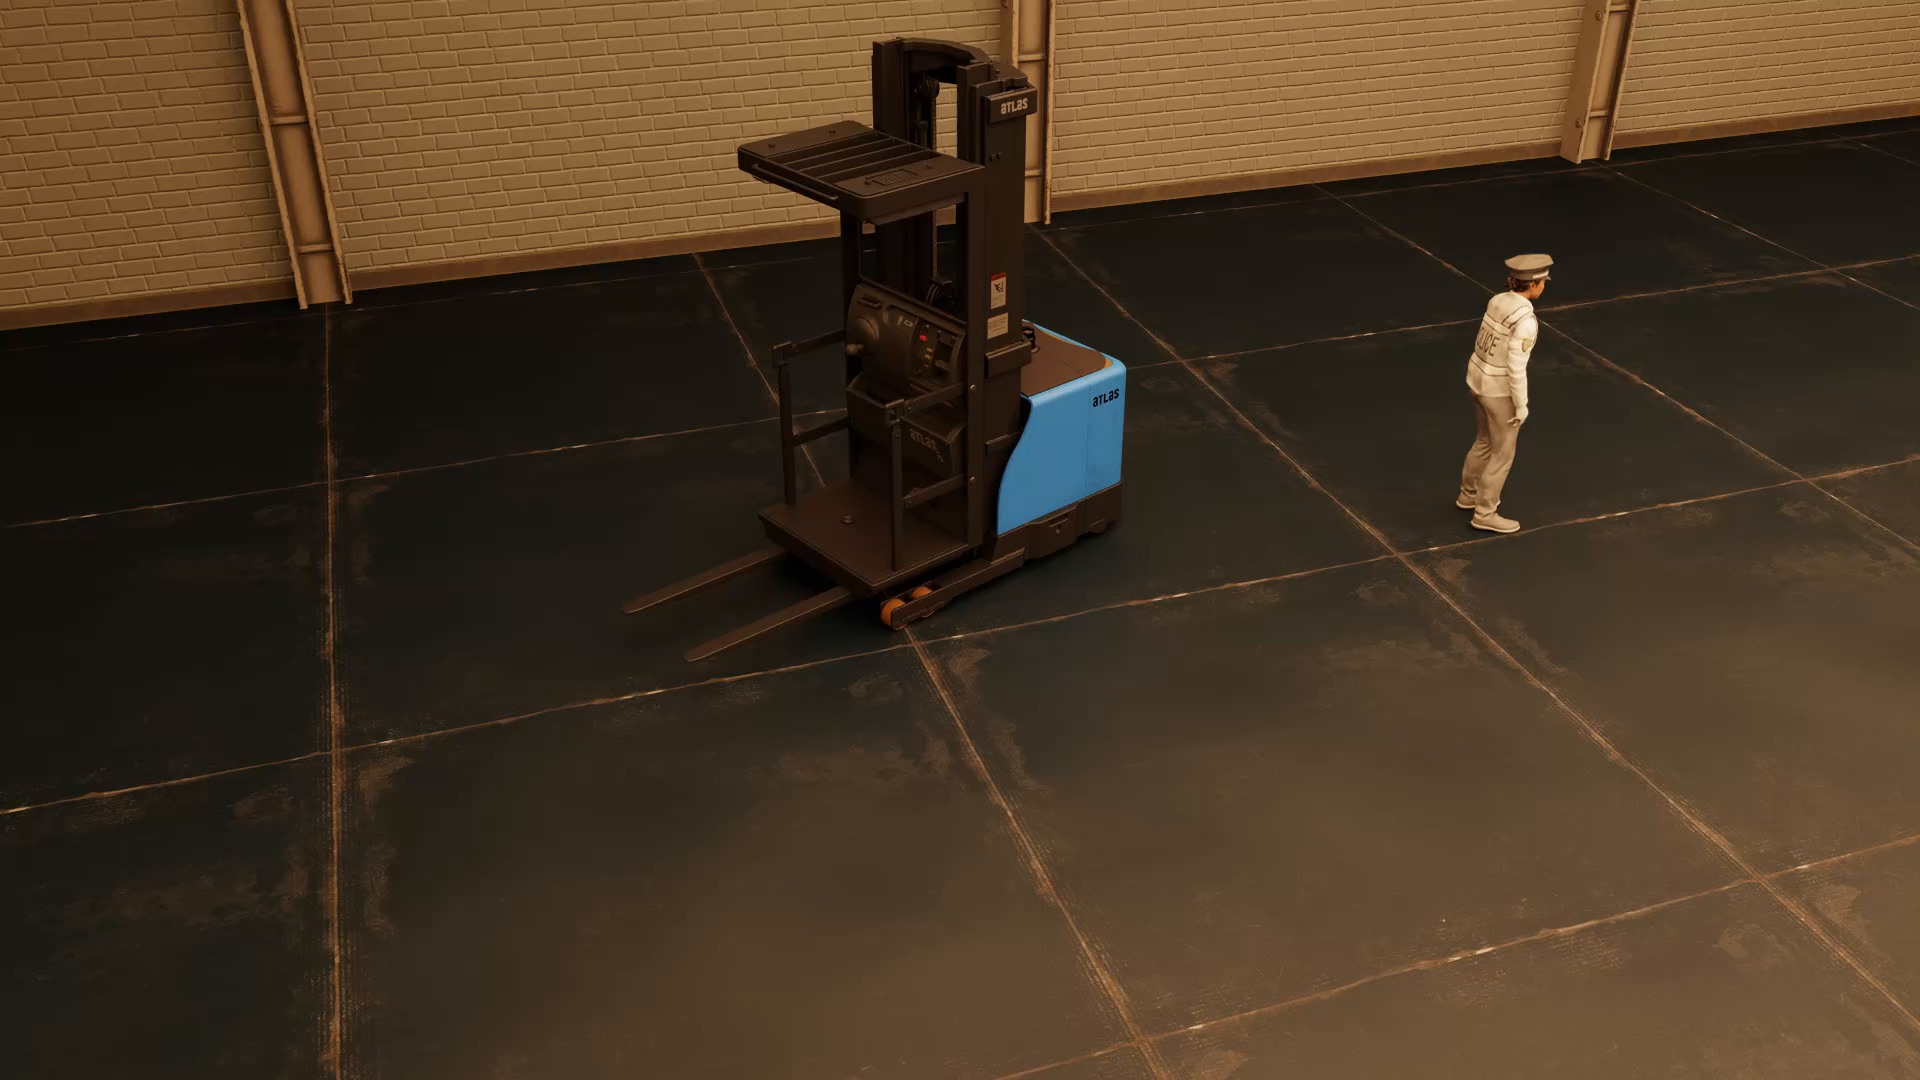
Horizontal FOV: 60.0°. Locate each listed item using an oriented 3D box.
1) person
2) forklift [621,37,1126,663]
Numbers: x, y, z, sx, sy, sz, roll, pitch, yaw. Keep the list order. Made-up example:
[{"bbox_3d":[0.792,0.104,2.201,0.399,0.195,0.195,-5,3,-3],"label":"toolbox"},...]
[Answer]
[{"bbox_3d":[3.217,-0.885,9.897,0.375,1.664,0.547,-4,30,-6],"label":"person"},{"bbox_3d":[-0.461,-1.072,8.951,3.031,2.935,1.130,-23,37,-34],"label":"forklift"}]
